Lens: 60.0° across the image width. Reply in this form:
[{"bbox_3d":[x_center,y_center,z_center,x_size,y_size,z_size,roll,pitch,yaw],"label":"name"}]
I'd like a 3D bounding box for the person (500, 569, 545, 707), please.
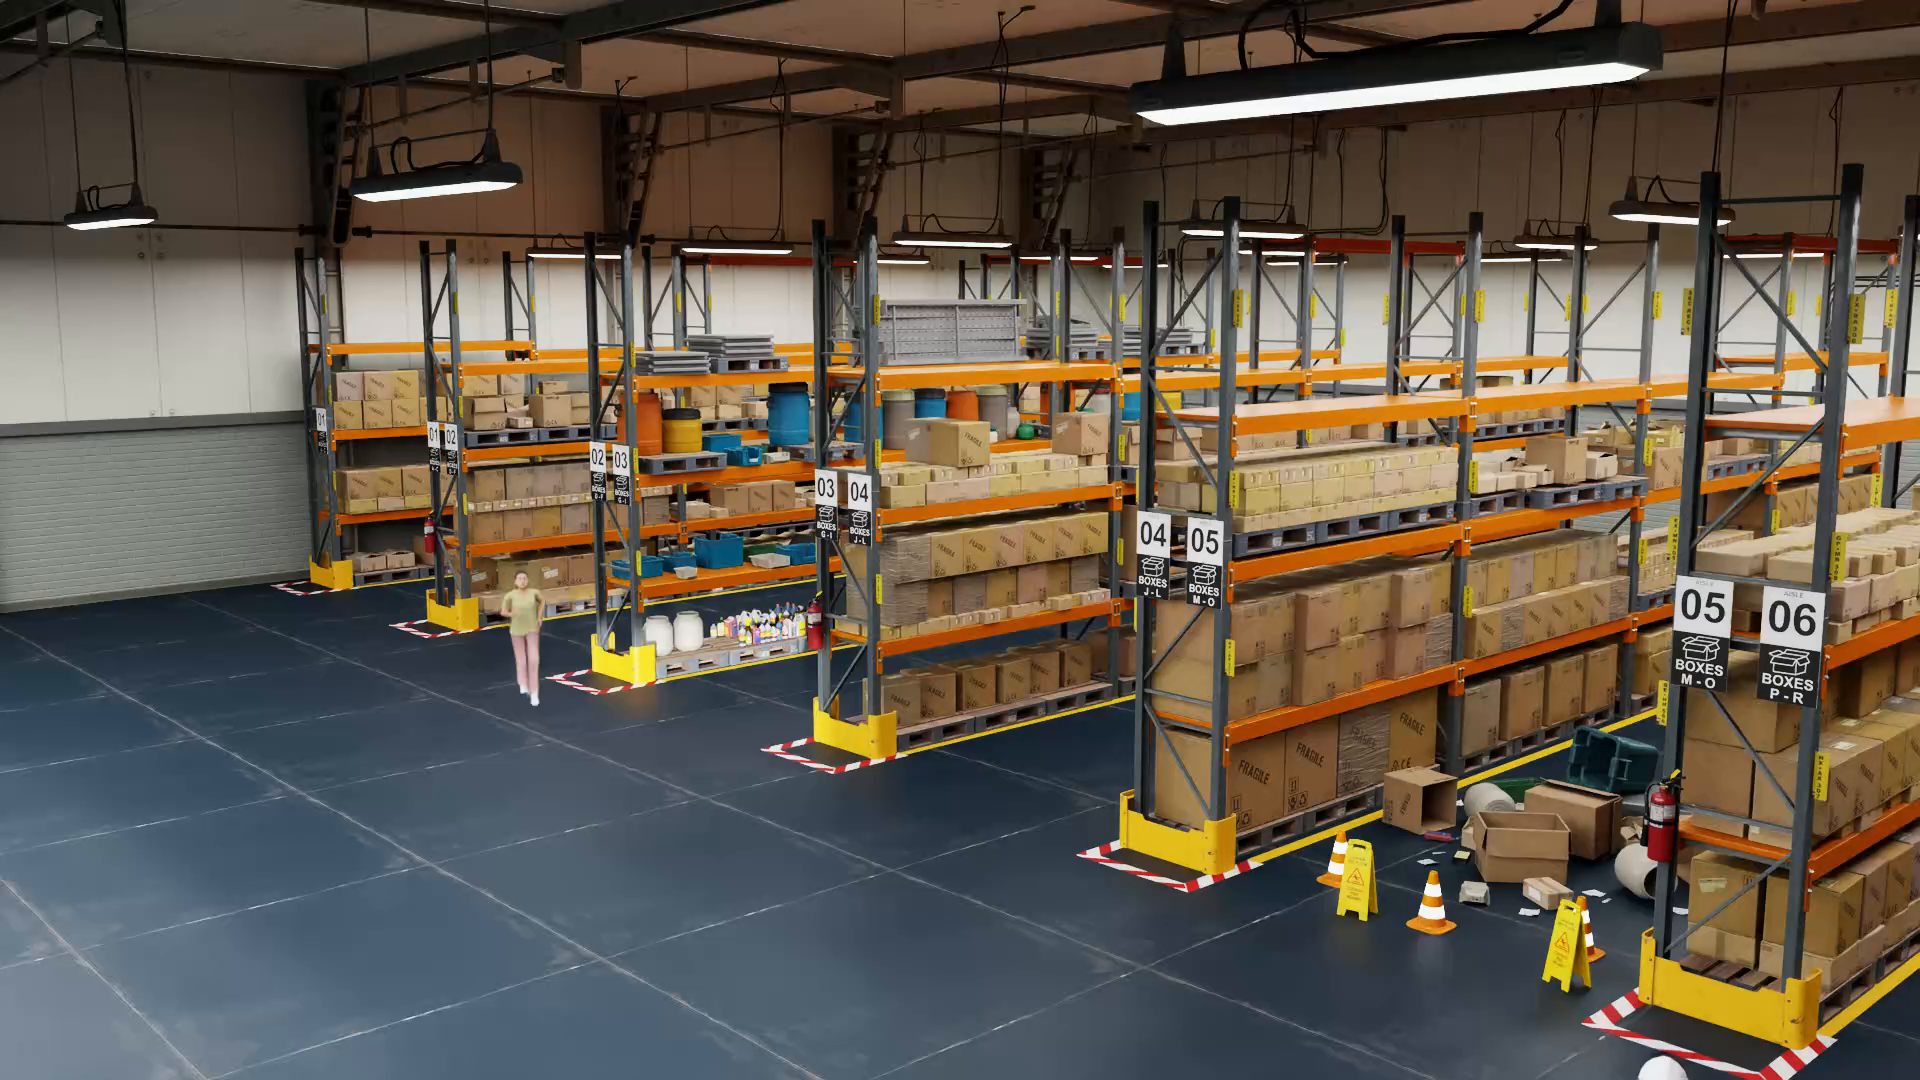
[{"bbox_3d":[-5.582,1.222,21.287,0.567,1.717,0.776,-3,9,-18],"label":"person"}]

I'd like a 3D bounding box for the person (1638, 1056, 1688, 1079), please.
[{"bbox_3d":[3.316,3.200,7.929,0.649,1.705,0.739,4,9,24],"label":"person"}]
